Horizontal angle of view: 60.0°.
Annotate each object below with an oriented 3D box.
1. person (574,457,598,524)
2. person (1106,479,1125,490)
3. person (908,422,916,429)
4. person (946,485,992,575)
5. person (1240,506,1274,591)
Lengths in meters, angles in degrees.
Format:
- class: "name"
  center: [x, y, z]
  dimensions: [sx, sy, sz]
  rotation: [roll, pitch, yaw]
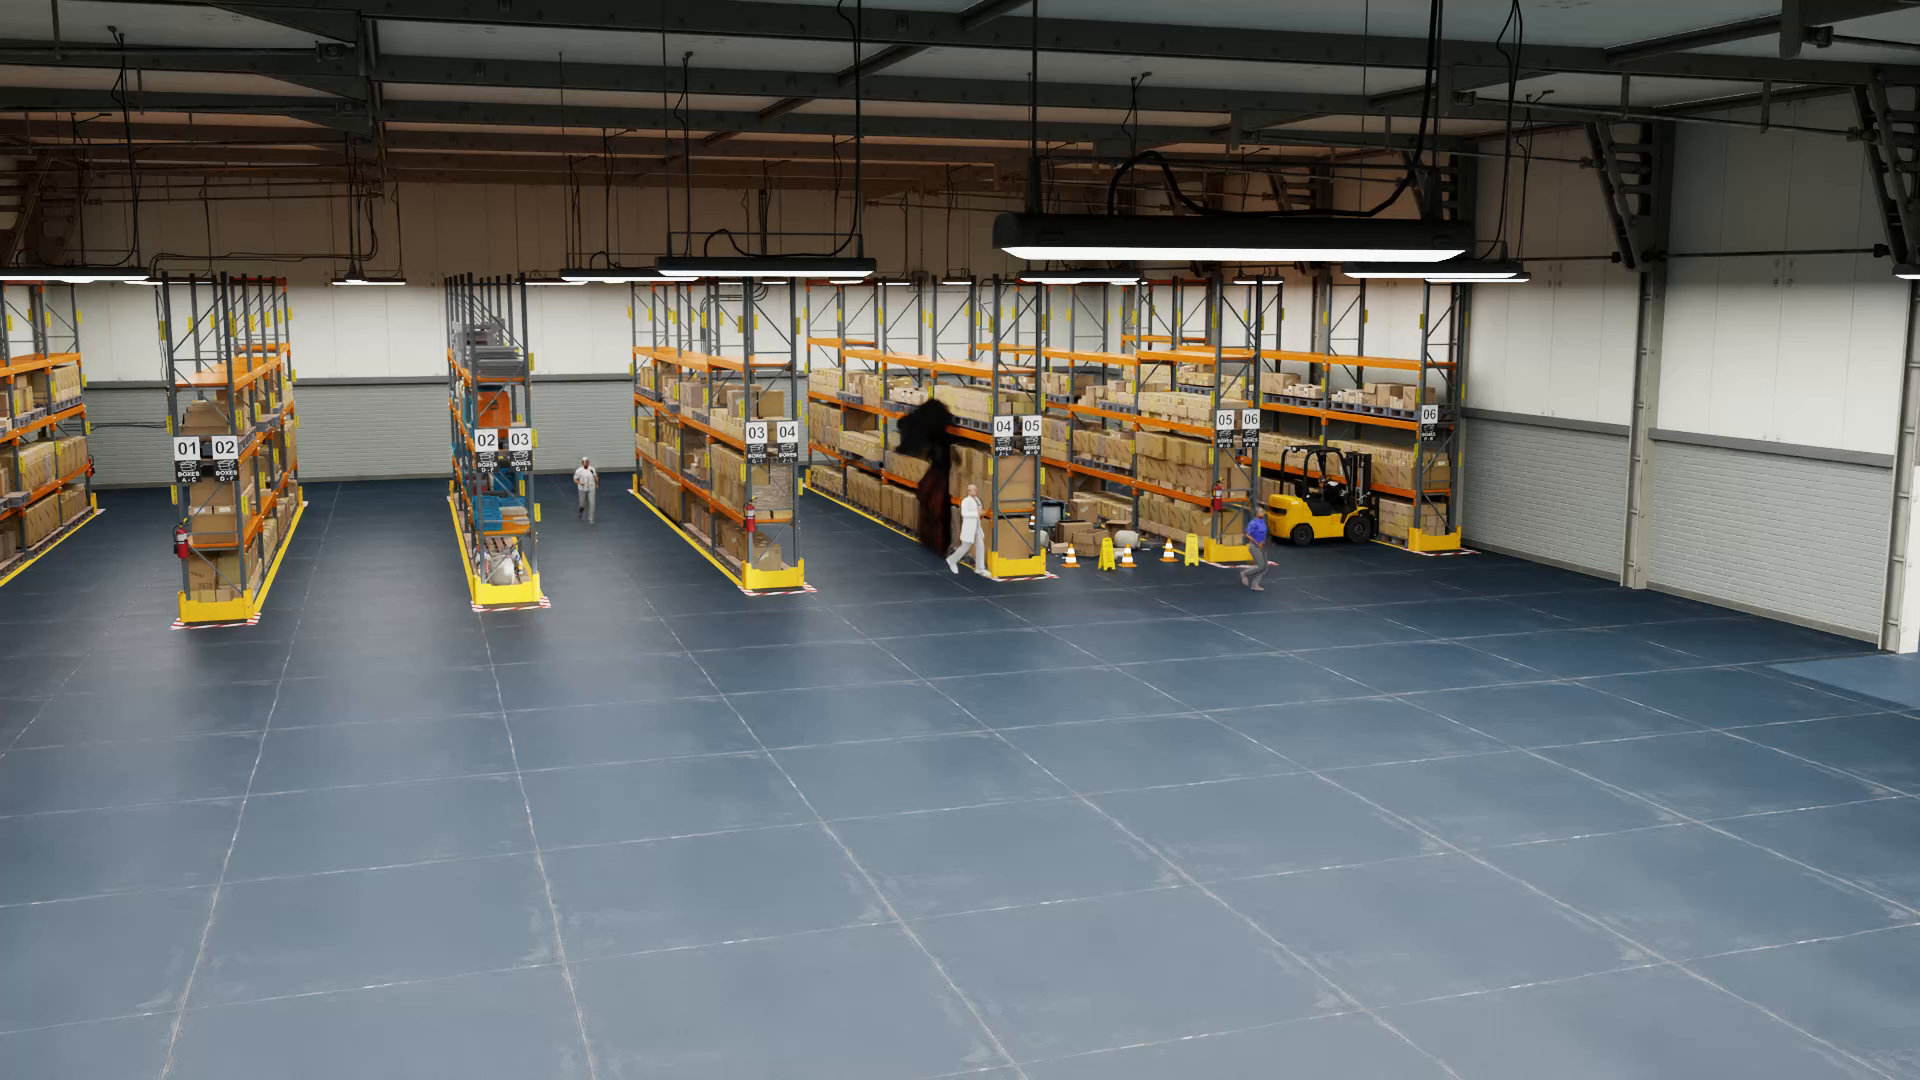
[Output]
- class: "person"
  center: [-9.156, -1.227, 40.803]
  dimensions: [0.617, 1.627, 0.750]
  rotation: [-4, 9, -25]
- class: "person"
  center: [4.312, -2.195, 46.950]
  dimensions: [0.613, 1.706, 0.924]
  rotation: [-7, 11, -39]
- class: "person"
  center: [-1.448, -2.807, 50.758]
  dimensions: [0.974, 1.722, 0.667]
  rotation: [-3, 9, -17]
- class: "person"
  center: [0.192, -0.210, 32.668]
  dimensions: [0.990, 1.778, 0.711]
  rotation: [6, 10, 33]
- class: "person"
  center: [5.668, 0.161, 31.716]
  dimensions: [0.558, 1.613, 0.556]
  rotation: [6, 11, 36]
